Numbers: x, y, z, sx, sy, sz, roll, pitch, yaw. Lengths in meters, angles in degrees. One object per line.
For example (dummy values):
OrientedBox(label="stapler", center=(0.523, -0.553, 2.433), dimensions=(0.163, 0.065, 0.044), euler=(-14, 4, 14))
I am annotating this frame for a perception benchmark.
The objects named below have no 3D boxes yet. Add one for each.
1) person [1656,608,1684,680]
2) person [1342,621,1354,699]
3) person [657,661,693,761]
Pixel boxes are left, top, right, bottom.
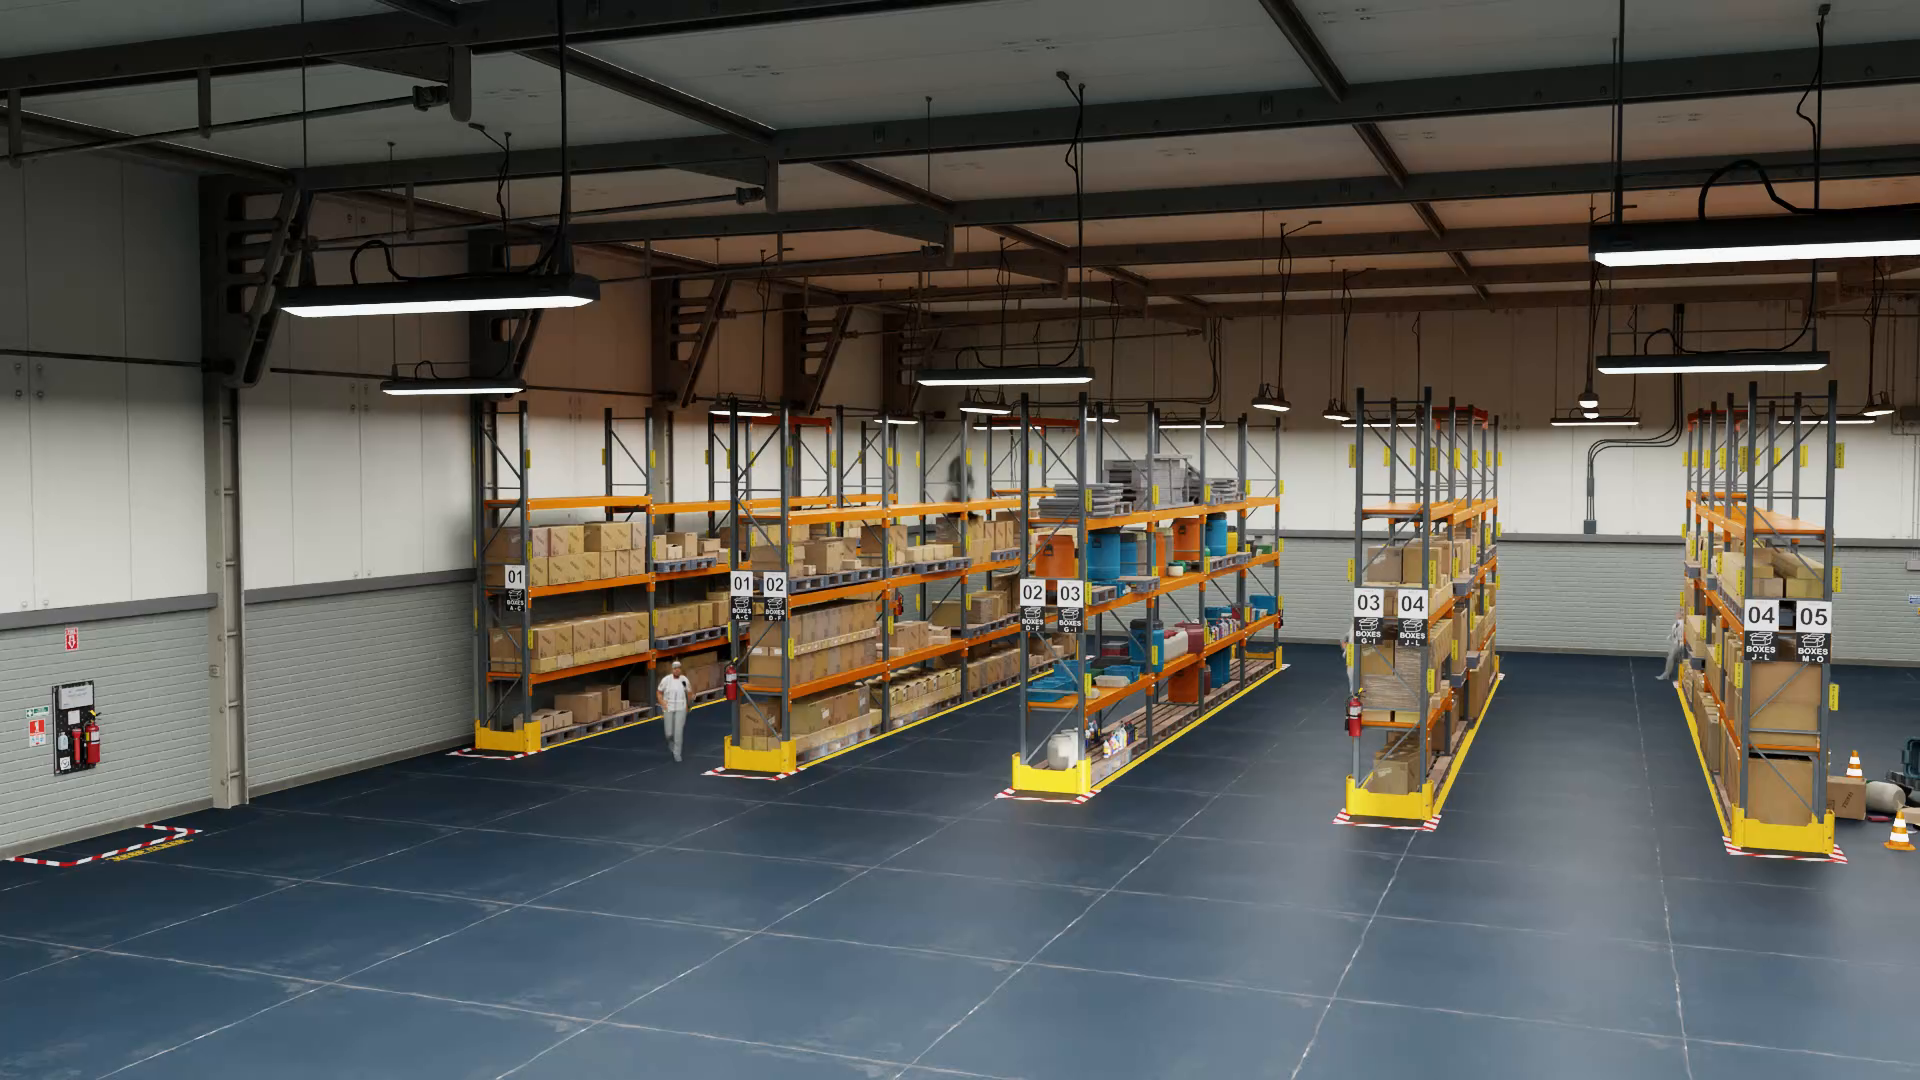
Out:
OrientedBox(label="person", center=(16.177, 2.340, 37.391), dimensions=(0.925, 1.661, 0.673), euler=(1, 3, 15))
OrientedBox(label="person", center=(8.134, 2.473, 34.080), dimensions=(0.655, 1.772, 0.845), euler=(1, 3, 20))
OrientedBox(label="person", center=(-4.764, 2.845, 27.811), dimensions=(0.602, 1.647, 0.583), euler=(-1, 3, -12))
